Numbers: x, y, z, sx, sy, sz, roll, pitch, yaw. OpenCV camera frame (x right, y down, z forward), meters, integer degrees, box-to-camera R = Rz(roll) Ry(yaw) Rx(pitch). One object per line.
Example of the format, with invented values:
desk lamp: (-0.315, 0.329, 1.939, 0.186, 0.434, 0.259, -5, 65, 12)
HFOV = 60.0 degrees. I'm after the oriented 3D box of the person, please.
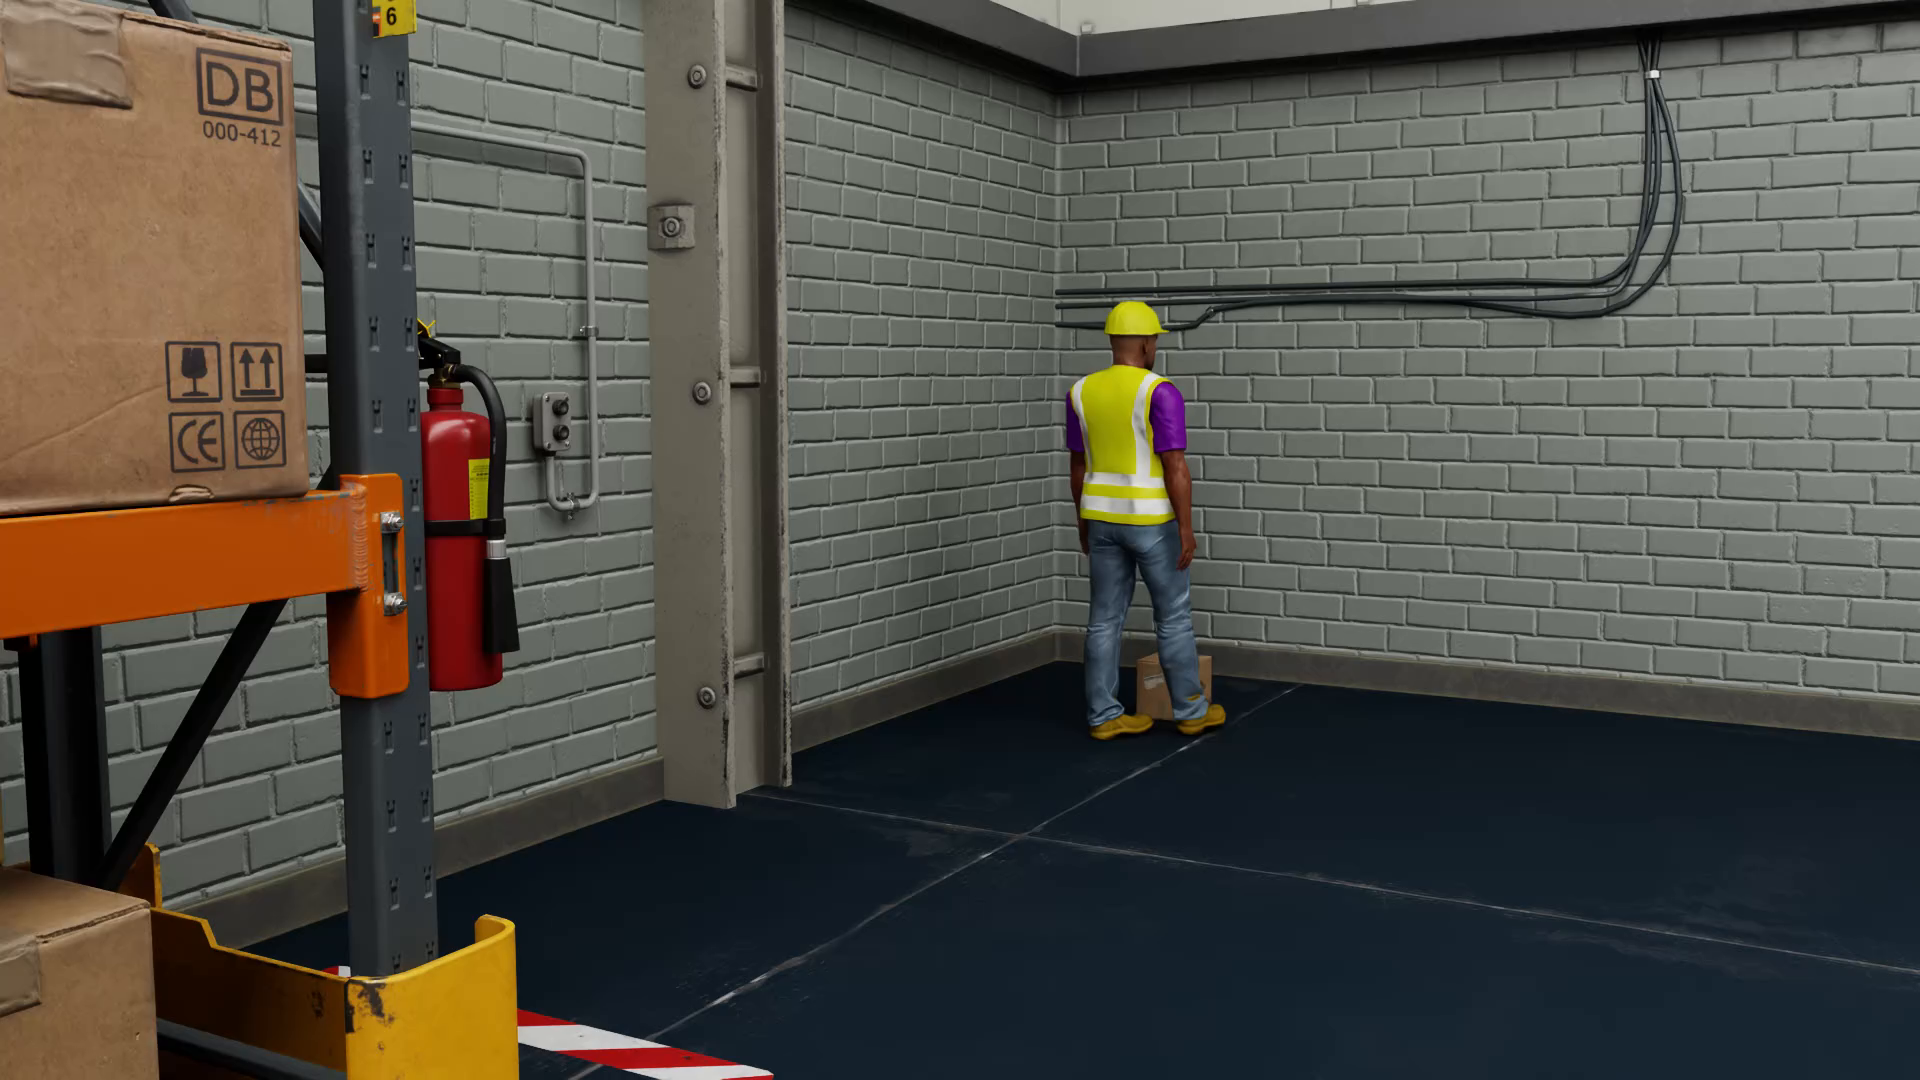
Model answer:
person: (0.780, -0.084, 6.817, 0.572, 1.765, 0.617, 5, 8, 39)
